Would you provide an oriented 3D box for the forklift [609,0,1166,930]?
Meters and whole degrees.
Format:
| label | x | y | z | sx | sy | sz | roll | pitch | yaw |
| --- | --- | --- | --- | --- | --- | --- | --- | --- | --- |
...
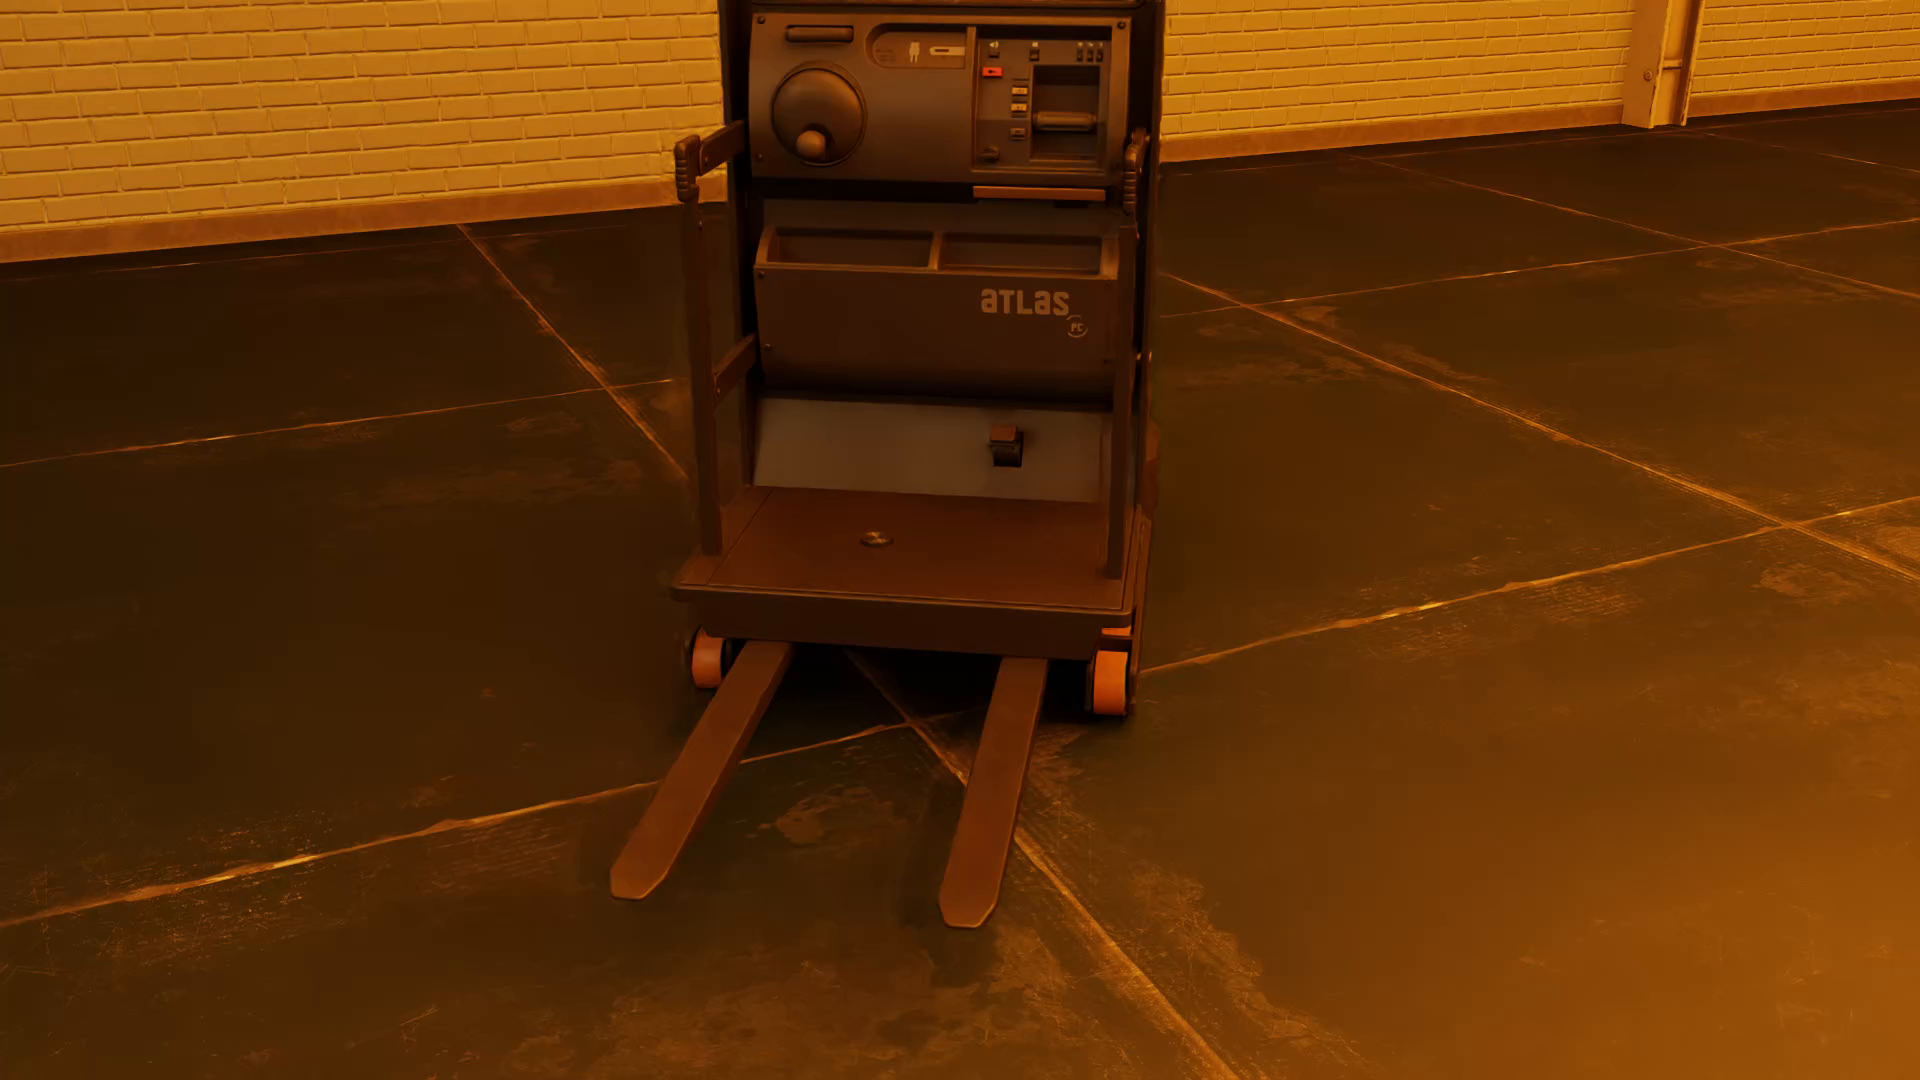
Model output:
| label | x | y | z | sx | sy | sz | roll | pitch | yaw |
| --- | --- | --- | --- | --- | --- | --- | --- | --- | --- |
| forklift | -0.083 | -1.064 | 3.848 | 1.130 | 2.935 | 3.031 | 3 | 23 | 8 |
